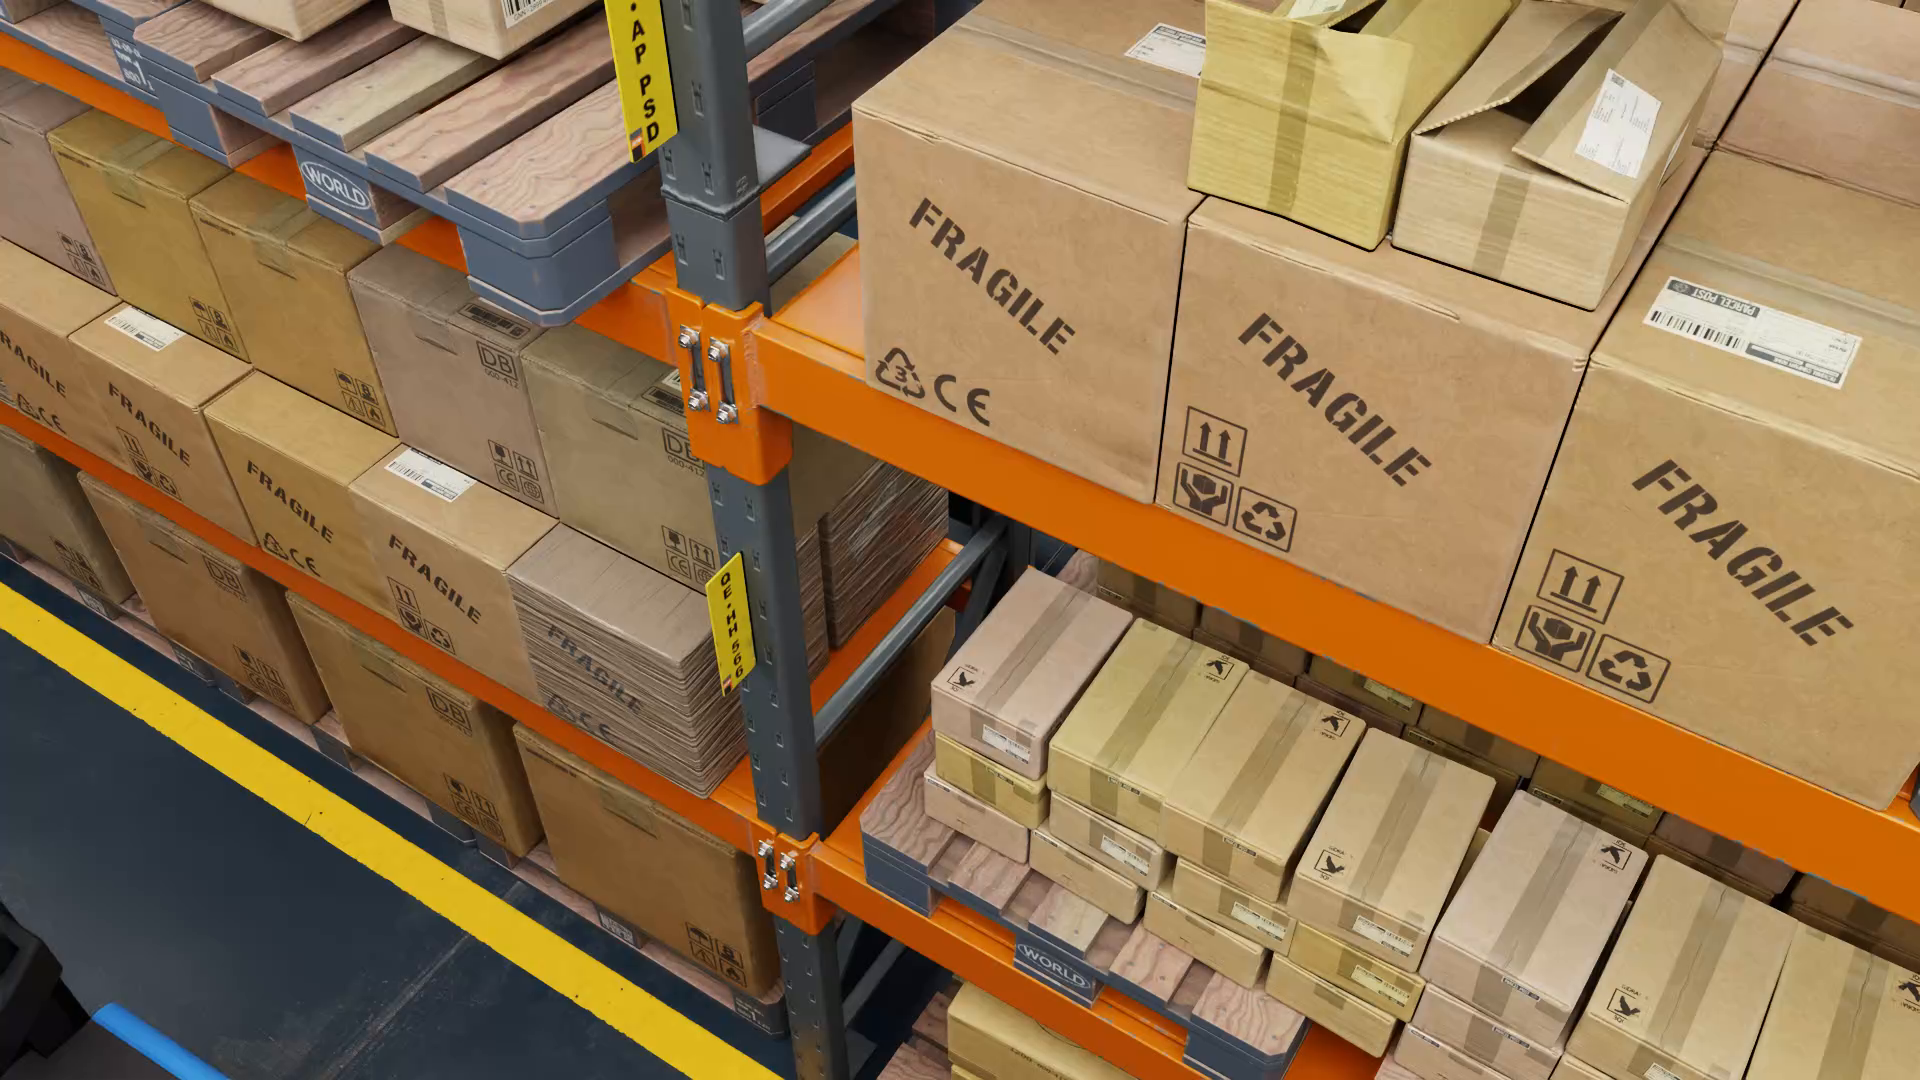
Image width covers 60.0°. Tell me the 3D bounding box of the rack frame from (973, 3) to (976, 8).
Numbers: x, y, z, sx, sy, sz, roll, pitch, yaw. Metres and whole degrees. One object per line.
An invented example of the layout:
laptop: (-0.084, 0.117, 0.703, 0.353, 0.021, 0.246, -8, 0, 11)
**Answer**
rack frame: (-0.066, -0.762, 5.526, 0.015, 2.100, 0.400, 25, 51, 22)

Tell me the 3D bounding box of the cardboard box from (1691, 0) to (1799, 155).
cardboard box: (0.905, -0.593, 2.574, 0.500, 0.500, 0.500, 25, 51, 22)

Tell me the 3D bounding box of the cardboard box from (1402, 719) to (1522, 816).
cardboard box: (1.155, 0.383, 3.668, 0.250, 0.149, 0.380, 24, 50, 22)

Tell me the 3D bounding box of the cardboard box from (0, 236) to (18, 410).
cardboard box: (-2.785, -0.789, 4.856, 0.500, 0.500, 0.500, 25, 51, 22)

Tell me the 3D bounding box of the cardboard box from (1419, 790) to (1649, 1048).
cardboard box: (1.027, 0.670, 2.975, 0.250, 0.149, 0.380, 27, 52, 24)

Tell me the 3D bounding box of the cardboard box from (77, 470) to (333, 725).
cardboard box: (-2.127, -0.116, 5.547, 0.750, 0.750, 1.050, 25, 51, 22)

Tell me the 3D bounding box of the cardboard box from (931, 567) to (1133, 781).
cardboard box: (0.147, 0.265, 3.369, 0.250, 0.149, 0.380, 25, 51, 22)

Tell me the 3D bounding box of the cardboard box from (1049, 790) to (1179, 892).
cardboard box: (0.387, 0.483, 3.364, 0.250, 0.149, 0.380, 27, 52, 24)

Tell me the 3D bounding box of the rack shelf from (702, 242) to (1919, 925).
rack shelf: (1.543, 0.213, 2.361, 4.000, 0.370, 1.077, 25, 51, 22)

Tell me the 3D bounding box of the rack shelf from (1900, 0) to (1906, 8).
rack shelf: (4.306, -1.697, 6.309, 4.000, 0.370, 1.077, 25, 51, 22)

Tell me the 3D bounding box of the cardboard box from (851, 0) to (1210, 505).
cardboard box: (0.196, -0.465, 2.449, 0.500, 0.500, 0.500, 25, 51, 22)

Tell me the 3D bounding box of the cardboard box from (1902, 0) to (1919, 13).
cardboard box: (3.753, -2.010, 6.042, 0.500, 0.500, 0.500, 24, 50, 21)

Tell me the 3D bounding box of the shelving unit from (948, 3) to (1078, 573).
shelving unit: (0.139, -0.668, 5.435, 0.503, 2.100, 0.431, 25, 51, 22)

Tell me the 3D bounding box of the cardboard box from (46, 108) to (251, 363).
cardboard box: (-1.803, -0.920, 4.285, 0.500, 0.500, 0.700, 24, 51, 22)

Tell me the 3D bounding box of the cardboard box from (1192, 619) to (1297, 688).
cardboard box: (0.731, 0.185, 3.861, 0.250, 0.149, 0.380, 25, 51, 22)

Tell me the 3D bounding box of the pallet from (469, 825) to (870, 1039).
pallet: (-0.764, 0.854, 5.273, 1.213, 0.211, 1.003, 25, 51, 22)

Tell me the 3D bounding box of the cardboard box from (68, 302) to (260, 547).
cardboard box: (-1.938, -0.397, 4.475, 0.500, 0.500, 0.500, 25, 51, 23)

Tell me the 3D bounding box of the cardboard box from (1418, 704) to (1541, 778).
cardboard box: (1.180, 0.287, 3.554, 0.250, 0.149, 0.380, 25, 51, 22)

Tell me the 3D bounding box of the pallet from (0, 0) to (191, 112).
pallet: (-1.654, -1.395, 3.554, 1.213, 0.211, 1.003, 27, 52, 24)

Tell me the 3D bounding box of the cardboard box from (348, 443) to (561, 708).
cardboard box: (-1.084, -0.008, 4.096, 0.500, 0.500, 0.500, 25, 51, 22)

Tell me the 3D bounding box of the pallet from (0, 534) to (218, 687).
pallet: (-2.818, -0.090, 6.191, 1.213, 0.211, 1.003, 25, 51, 22)

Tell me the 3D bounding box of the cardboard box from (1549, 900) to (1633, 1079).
cardboard box: (1.242, 0.877, 2.981, 0.250, 0.149, 0.380, 24, 51, 22)

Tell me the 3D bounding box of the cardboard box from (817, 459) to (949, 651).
cardboard box: (-0.373, -0.138, 4.223, 0.500, 0.500, 0.500, 25, 51, 23)

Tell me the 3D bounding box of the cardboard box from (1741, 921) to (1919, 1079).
cardboard box: (1.459, 0.870, 2.781, 0.250, 0.149, 0.380, 24, 50, 22)

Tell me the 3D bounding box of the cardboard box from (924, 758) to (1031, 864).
cardboard box: (0.127, 0.470, 3.584, 0.250, 0.149, 0.380, 24, 50, 22)

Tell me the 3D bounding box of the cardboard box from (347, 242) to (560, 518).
cardboard box: (-0.940, -0.525, 3.901, 0.500, 0.500, 0.700, 24, 50, 22)

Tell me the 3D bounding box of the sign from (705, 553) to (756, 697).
sign: (-0.438, 0.166, 3.190, 0.005, 0.325, 0.100, 25, 51, 22)

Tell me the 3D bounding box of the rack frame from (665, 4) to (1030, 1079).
rack frame: (-0.141, 0.233, 3.932, 0.127, 3.000, 1.000, 25, 51, 22)

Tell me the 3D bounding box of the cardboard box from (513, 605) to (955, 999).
cardboard box: (-0.605, 0.581, 4.870, 0.750, 0.750, 1.050, 24, 50, 22)

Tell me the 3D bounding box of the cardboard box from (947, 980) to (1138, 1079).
cardboard box: (0.309, 1.110, 4.007, 0.500, 0.250, 0.500, 23, 50, 20)

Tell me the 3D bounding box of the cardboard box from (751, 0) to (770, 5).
cardboard box: (-0.335, -1.132, 2.979, 0.250, 0.149, 0.380, 23, 50, 21)

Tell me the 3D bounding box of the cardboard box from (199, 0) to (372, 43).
cardboard box: (-1.183, -1.186, 2.919, 0.500, 0.311, 0.500, 25, 51, 22)

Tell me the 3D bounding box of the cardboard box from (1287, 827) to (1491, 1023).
cardboard box: (0.826, 0.682, 3.171, 0.250, 0.149, 0.380, 25, 51, 22)

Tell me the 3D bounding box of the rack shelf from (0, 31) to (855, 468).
rack shelf: (-1.824, -1.336, 3.866, 4.000, 0.370, 1.077, 25, 51, 22)

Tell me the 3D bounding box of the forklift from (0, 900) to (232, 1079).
forklift: (-2.786, 0.812, 3.417, 3.031, 2.935, 1.130, 23, 50, 21)

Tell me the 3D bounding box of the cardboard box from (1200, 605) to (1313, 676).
cardboard box: (0.747, 0.090, 3.746, 0.250, 0.149, 0.380, 27, 51, 23)

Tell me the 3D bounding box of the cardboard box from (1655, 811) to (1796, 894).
cardboard box: (1.608, 0.485, 3.362, 0.250, 0.149, 0.380, 26, 51, 23)

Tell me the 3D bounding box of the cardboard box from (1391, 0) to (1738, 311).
cardboard box: (0.721, -0.516, 1.965, 0.258, 0.266, 0.396, 25, 51, 22)

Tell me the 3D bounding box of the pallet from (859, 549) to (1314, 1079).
pallet: (0.517, 0.512, 3.795, 1.003, 0.211, 1.213, 25, 51, 22)

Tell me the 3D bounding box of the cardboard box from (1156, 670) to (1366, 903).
cardboard box: (0.575, 0.463, 3.176, 0.250, 0.149, 0.380, 24, 51, 22)

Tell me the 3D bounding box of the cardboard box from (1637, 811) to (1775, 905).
cardboard box: (1.599, 0.588, 3.470, 0.250, 0.149, 0.380, 26, 51, 23)

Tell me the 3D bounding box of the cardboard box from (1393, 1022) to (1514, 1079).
cardboard box: (1.033, 0.883, 3.183, 0.250, 0.149, 0.380, 26, 51, 23)

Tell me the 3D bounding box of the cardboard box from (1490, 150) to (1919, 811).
cardboard box: (1.045, -0.085, 2.080, 0.500, 0.500, 0.500, 25, 51, 22)

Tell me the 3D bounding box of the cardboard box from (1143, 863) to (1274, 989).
cardboard box: (0.580, 0.678, 3.382, 0.250, 0.149, 0.380, 27, 52, 24)
